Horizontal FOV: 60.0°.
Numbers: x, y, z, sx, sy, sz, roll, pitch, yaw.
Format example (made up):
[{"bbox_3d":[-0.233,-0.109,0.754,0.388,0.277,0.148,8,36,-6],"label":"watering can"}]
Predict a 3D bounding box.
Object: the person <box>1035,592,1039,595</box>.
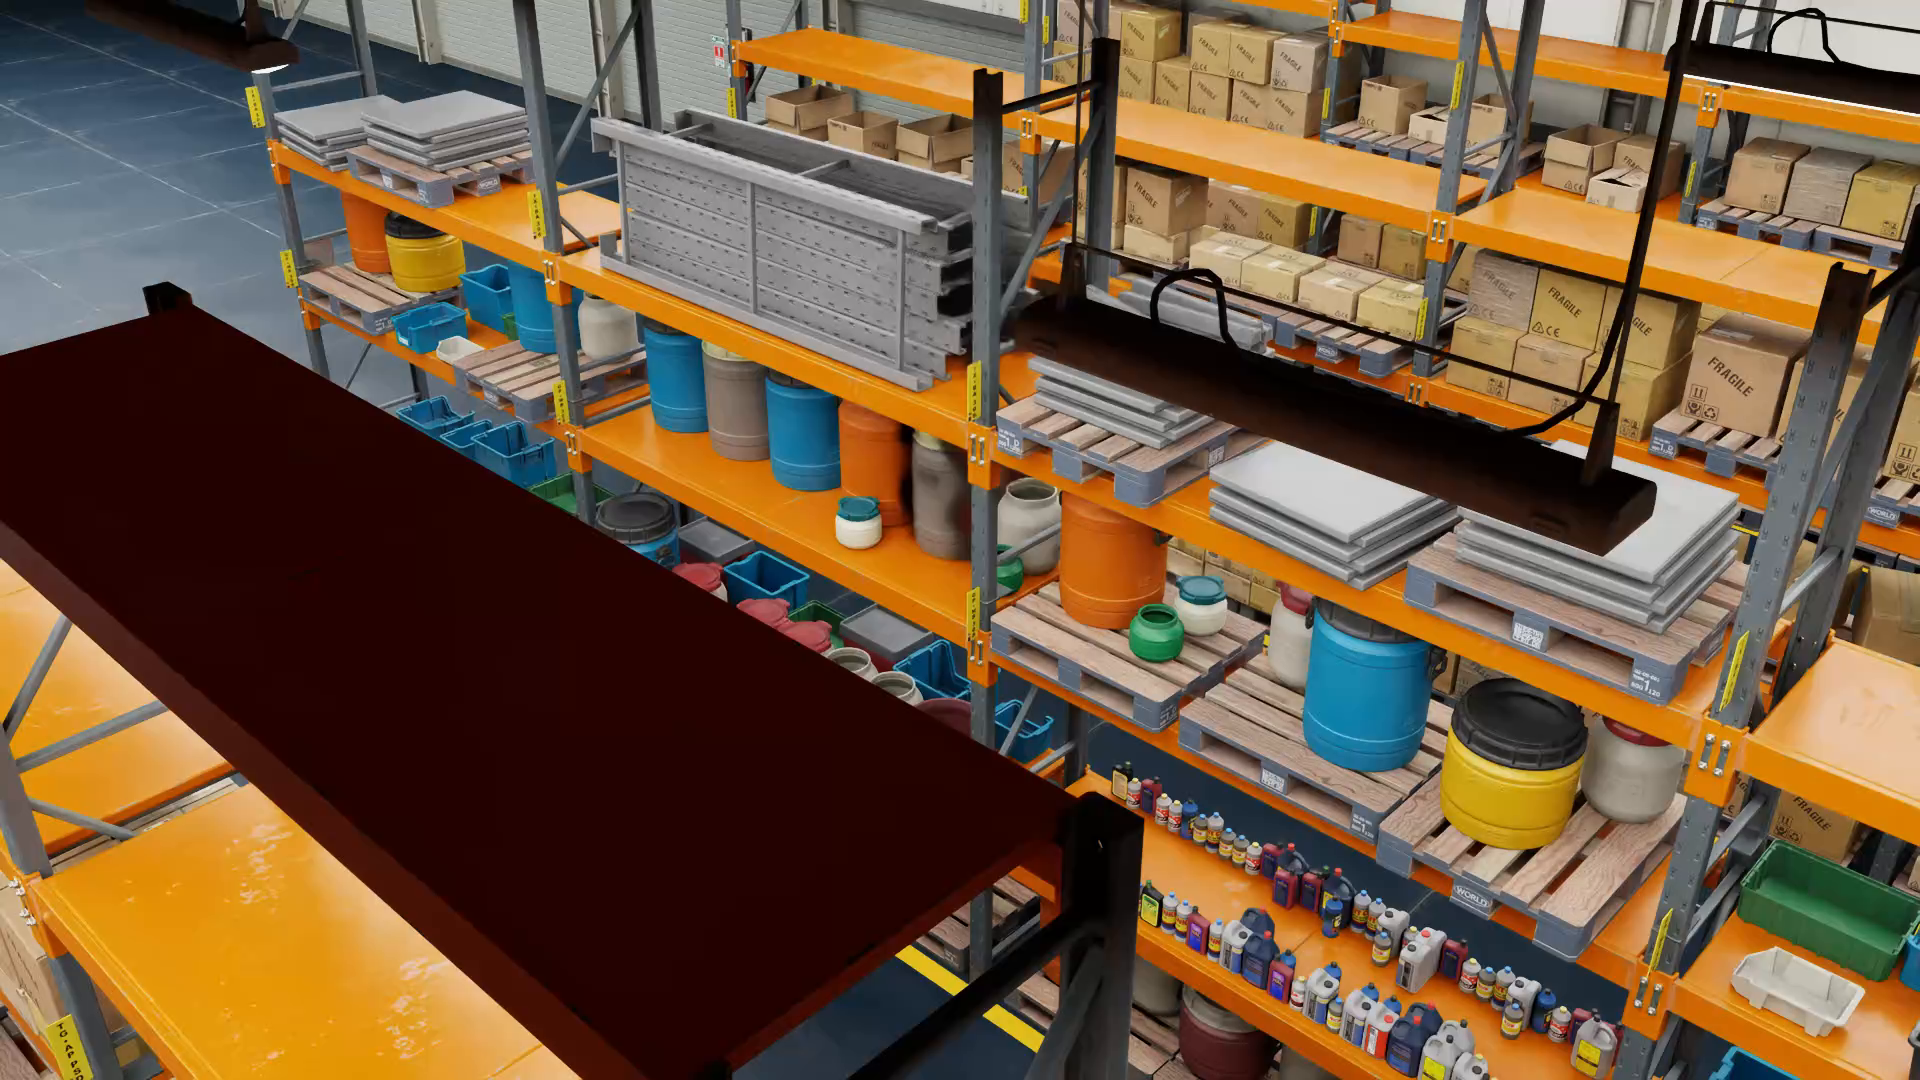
[{"bbox_3d":[0.579,0.240,14.134,0.861,1.609,0.515,18,34,29],"label":"person"}]
